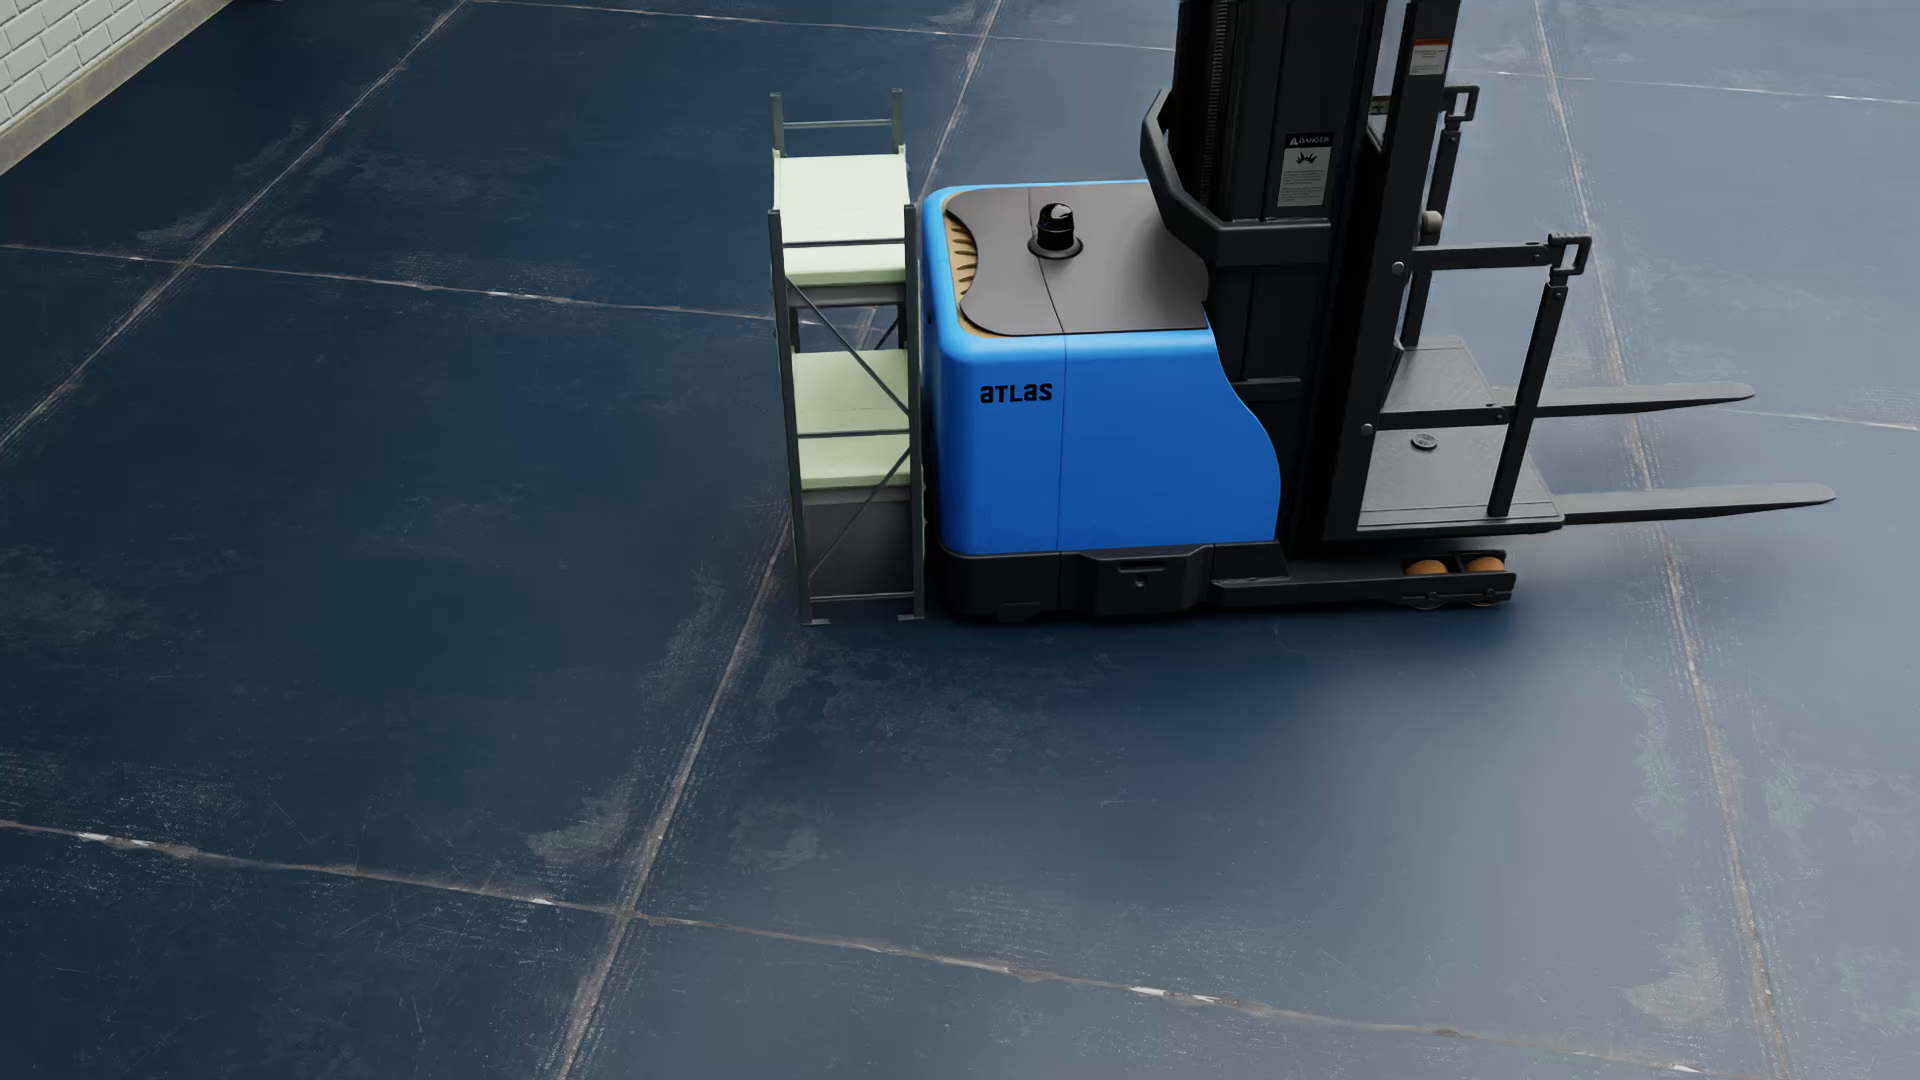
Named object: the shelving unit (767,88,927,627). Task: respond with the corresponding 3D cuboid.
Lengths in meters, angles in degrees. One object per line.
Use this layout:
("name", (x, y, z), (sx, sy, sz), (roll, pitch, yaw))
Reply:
("shelving unit", (-0.345, -0.546, 5.233), (0.431, 1.500, 0.755), (-3, 40, -3))

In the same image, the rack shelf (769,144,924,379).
("rack shelf", (-0.346, -0.847, 4.984), (0.431, 0.370, 0.720), (-3, 40, -3))

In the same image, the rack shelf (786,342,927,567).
("rack shelf", (-0.345, -0.295, 5.441), (0.431, 0.370, 0.720), (-3, 40, -3))

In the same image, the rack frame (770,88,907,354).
("rack frame", (-0.374, -0.779, 5.514), (0.400, 1.500, 0.023), (-3, 40, -3))

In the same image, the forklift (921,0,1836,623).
("forklift", (1.405, -1.236, 4.944), (3.031, 2.935, 1.130), (-3, 40, -3))

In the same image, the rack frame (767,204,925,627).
("rack frame", (-0.316, -0.314, 4.952), (0.400, 1.500, 0.023), (-3, 40, -3))
